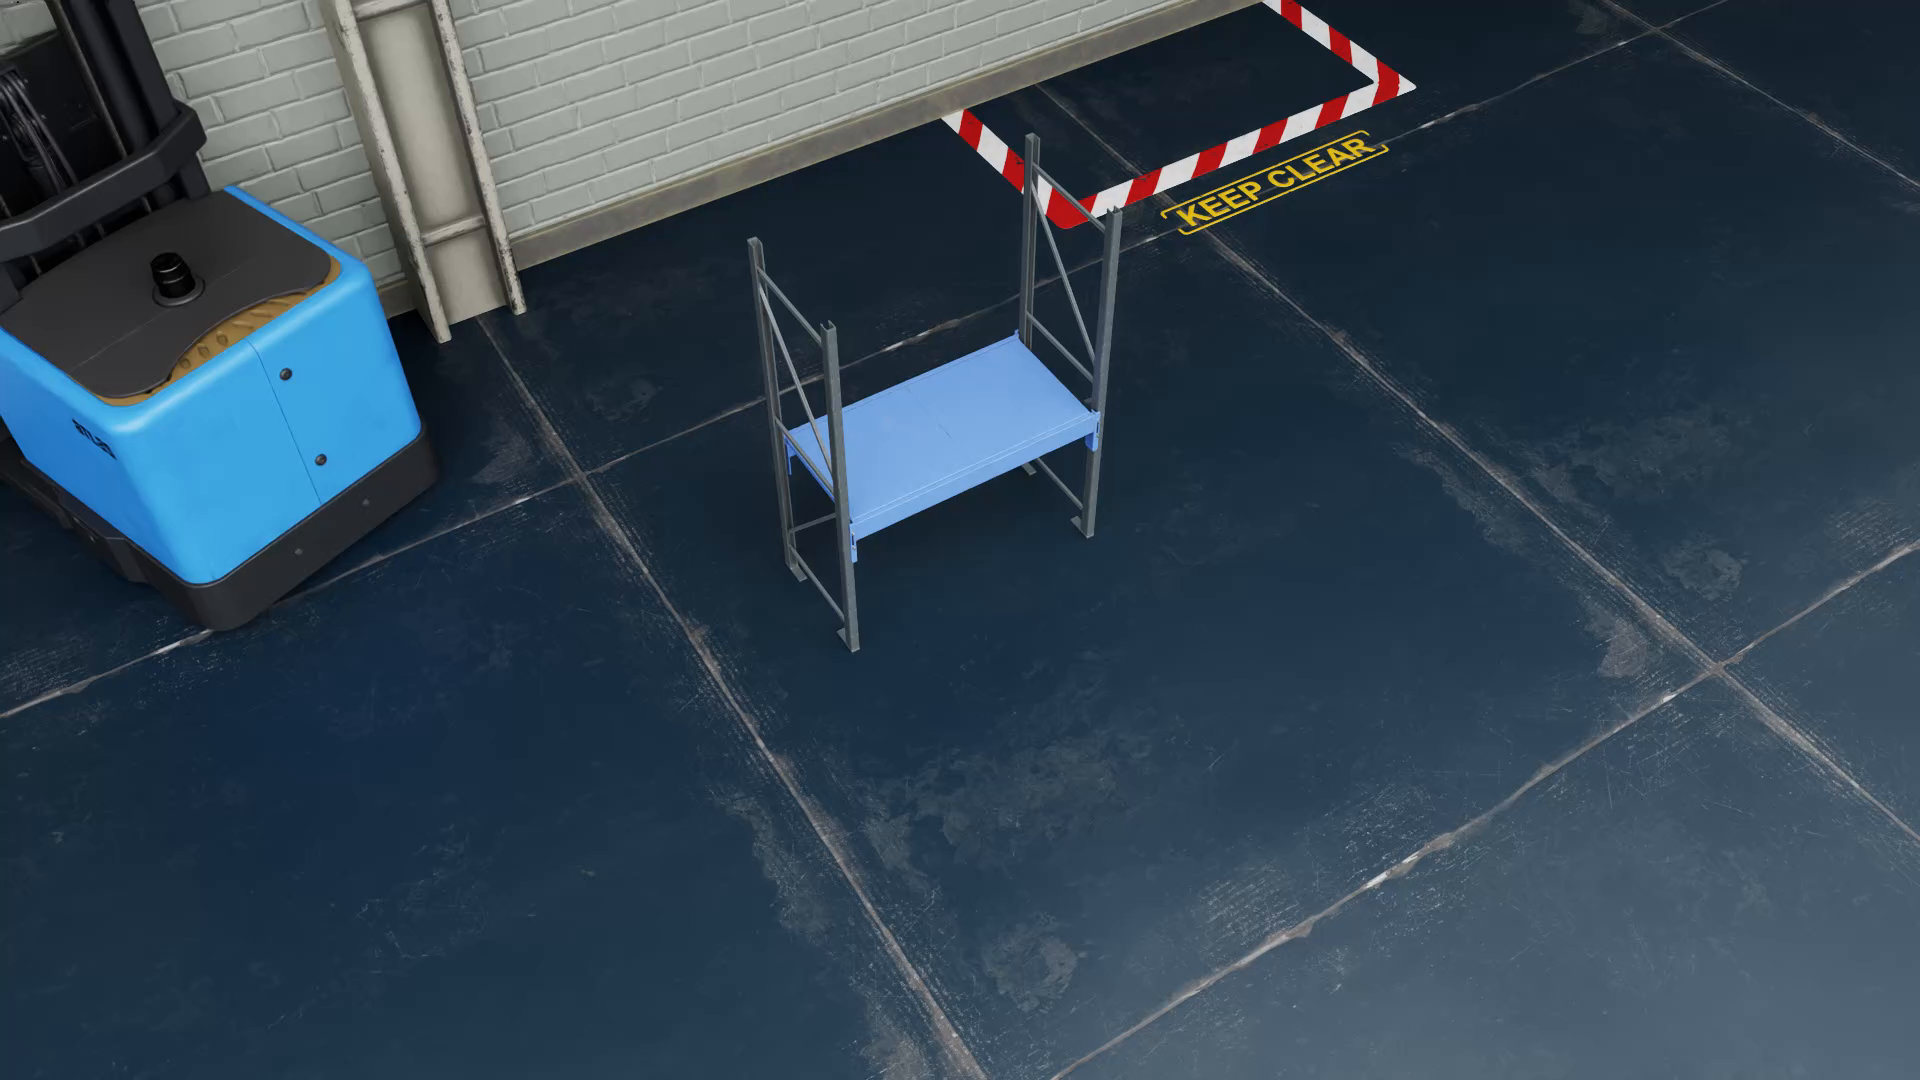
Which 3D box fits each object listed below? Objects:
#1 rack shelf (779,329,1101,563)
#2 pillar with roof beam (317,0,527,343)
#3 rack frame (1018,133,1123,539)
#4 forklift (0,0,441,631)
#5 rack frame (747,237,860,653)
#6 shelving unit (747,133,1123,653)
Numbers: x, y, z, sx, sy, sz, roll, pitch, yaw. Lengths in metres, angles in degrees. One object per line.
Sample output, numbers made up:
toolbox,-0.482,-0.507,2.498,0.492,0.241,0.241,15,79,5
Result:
rack shelf,-0.072,-0.345,5.794,1.000,0.185,0.538,-25,53,-21
pillar with roof beam,0.195,-1.274,1.359,0.400,9.000,9.100,-25,53,-21
rack frame,0.358,-0.667,5.840,0.032,1.500,0.500,-25,53,-21
forklift,-3.471,-1.573,5.688,3.031,2.935,1.130,30,55,24
rack frame,-0.502,-0.262,5.479,0.032,1.500,0.500,-25,53,-21
shelving unit,-0.072,-0.465,5.660,1.048,1.500,0.538,-25,53,-21
